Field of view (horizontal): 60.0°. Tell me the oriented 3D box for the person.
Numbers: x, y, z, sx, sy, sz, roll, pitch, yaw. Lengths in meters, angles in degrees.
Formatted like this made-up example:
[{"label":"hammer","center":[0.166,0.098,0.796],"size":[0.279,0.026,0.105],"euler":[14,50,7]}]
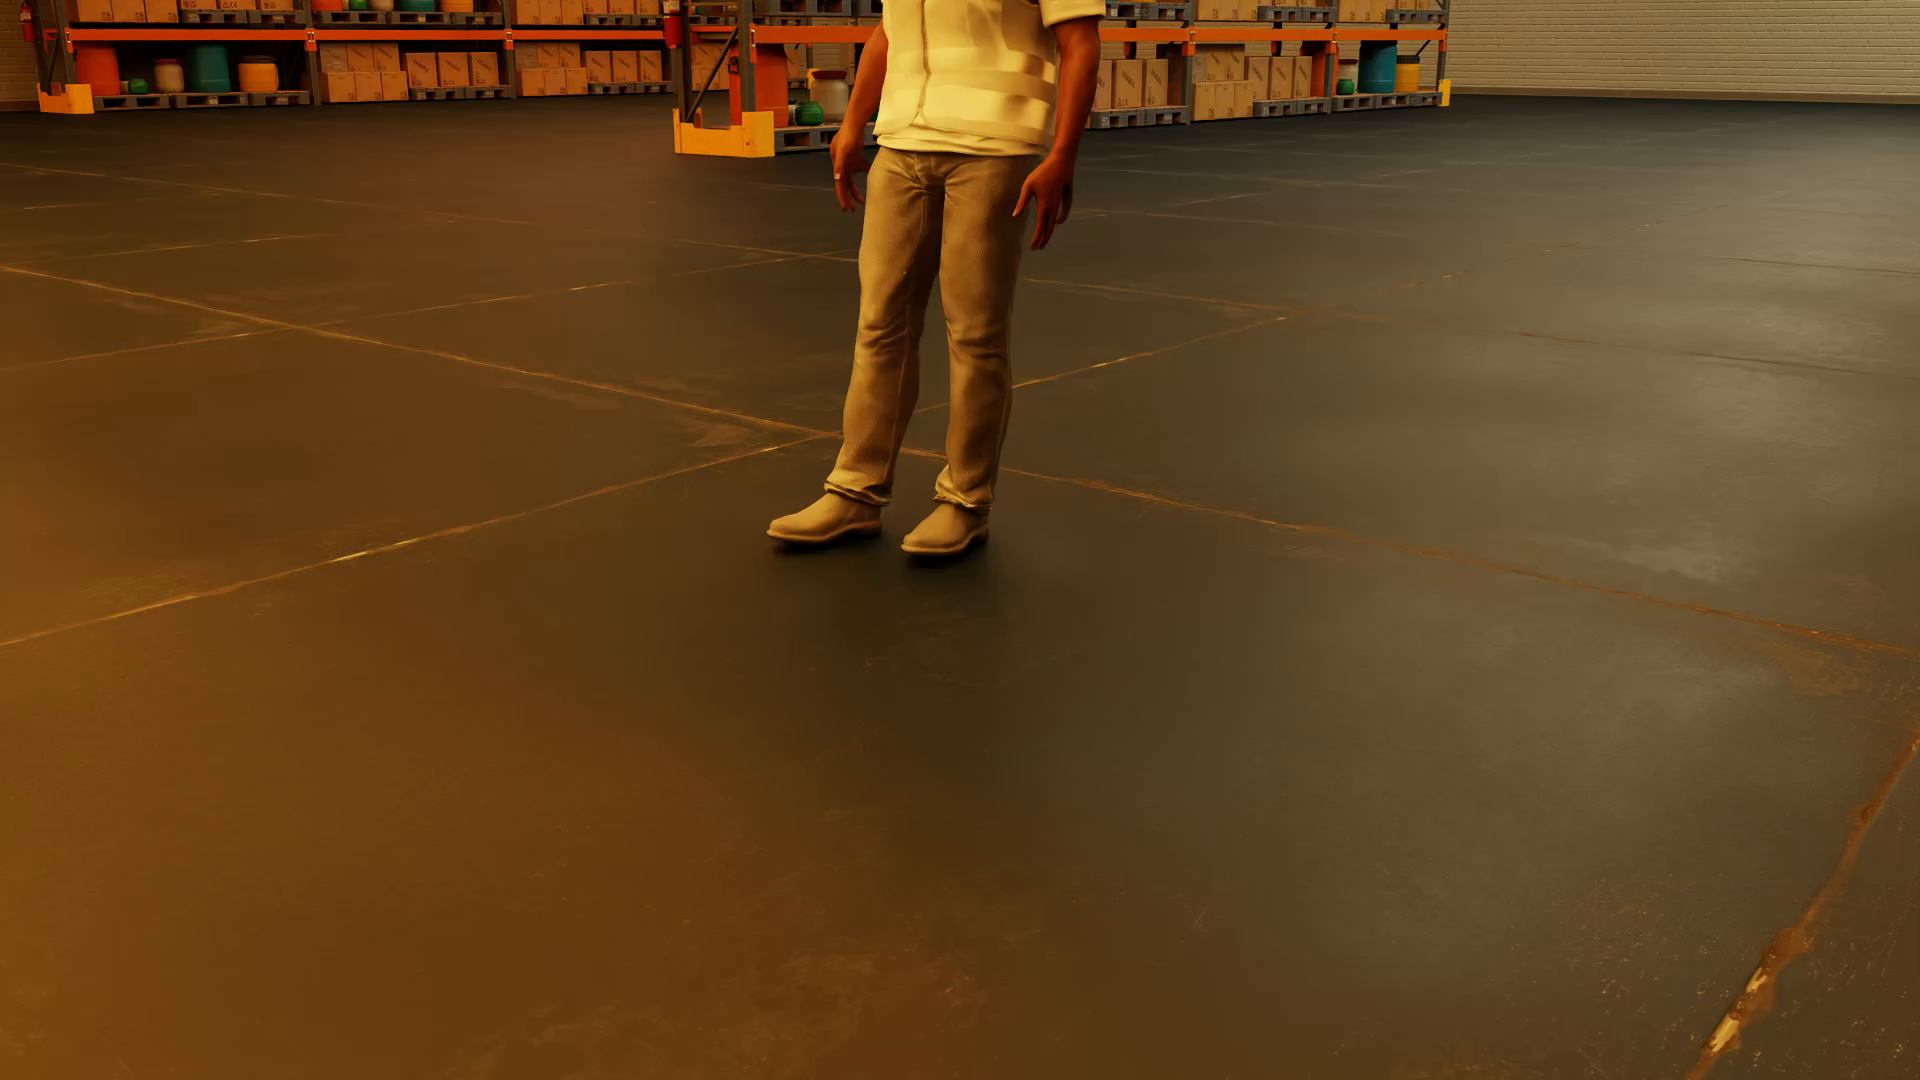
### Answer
[{"label":"person","center":[-0.049,-0.838,3.635],"size":[0.665,1.768,0.575],"euler":[13,21,37]}]
